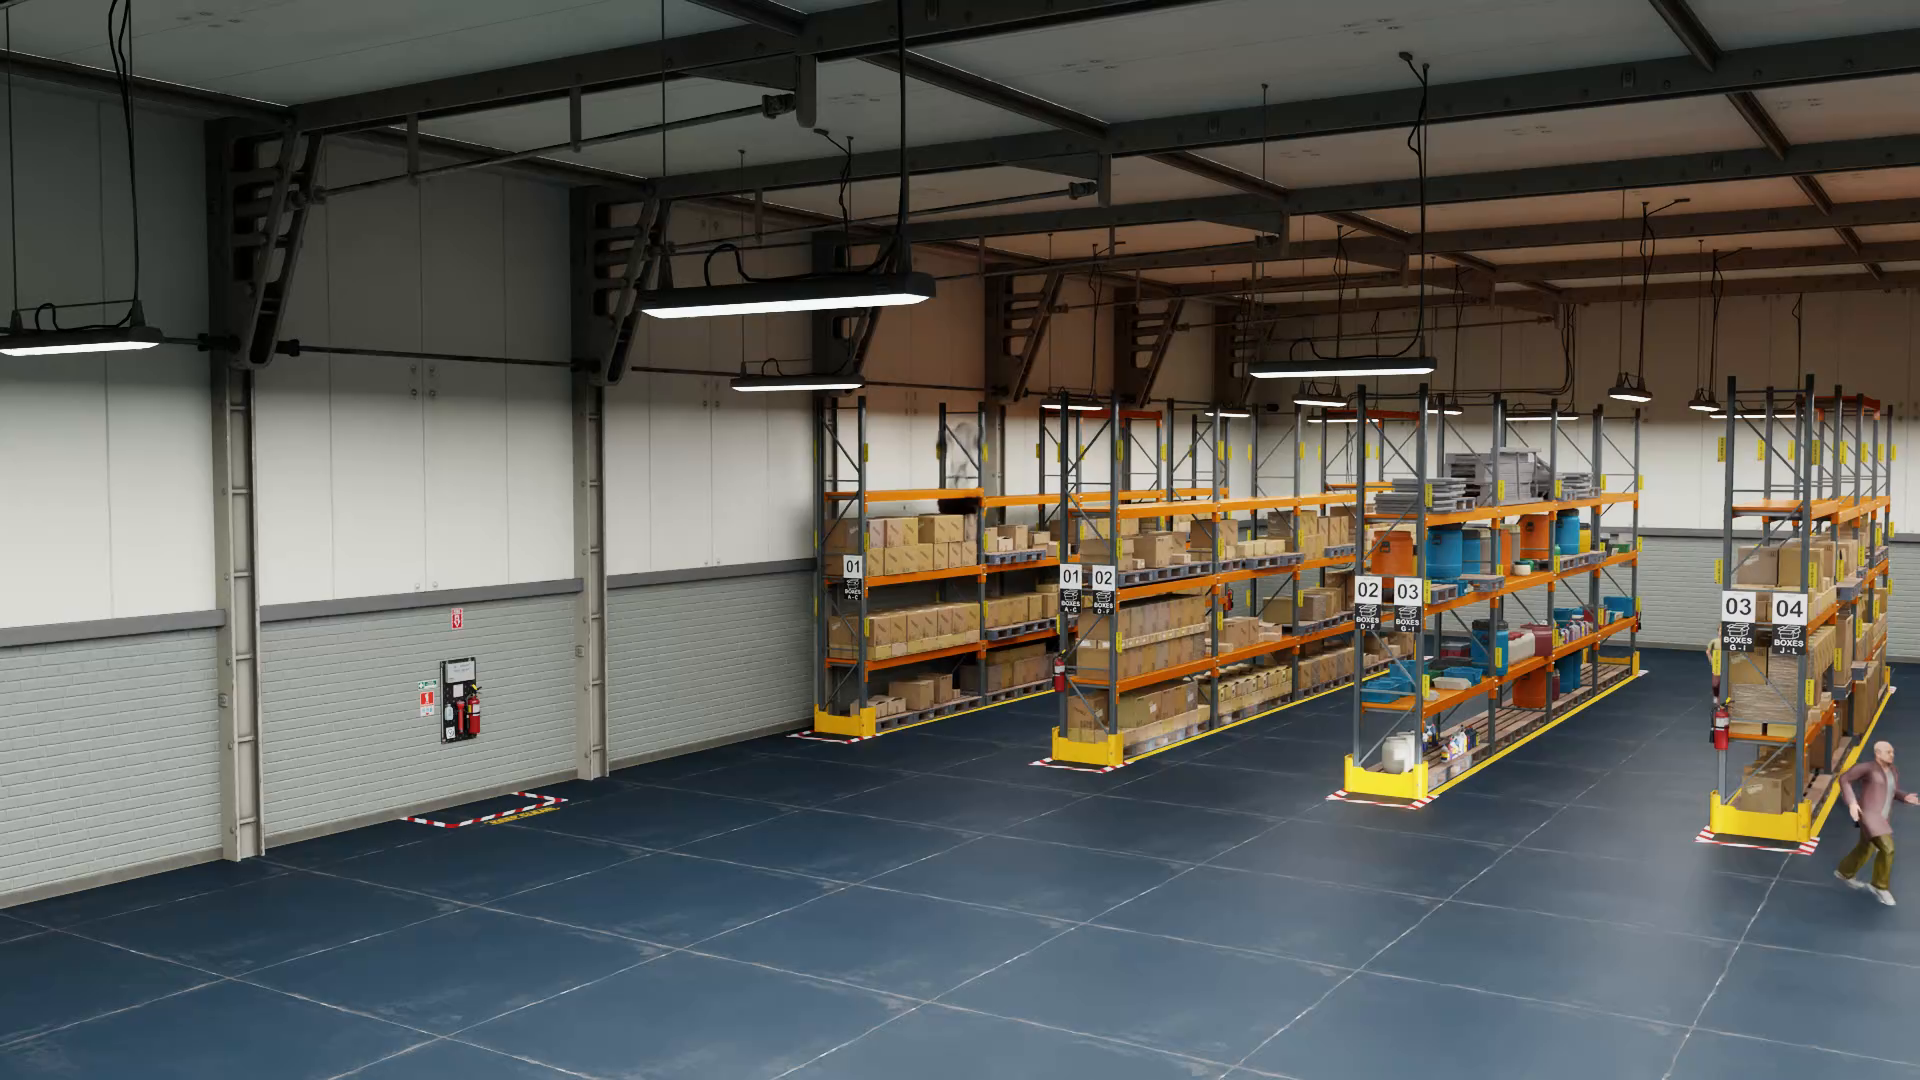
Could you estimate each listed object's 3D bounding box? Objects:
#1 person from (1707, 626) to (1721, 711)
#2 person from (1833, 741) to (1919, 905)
[{"bbox_3d":[14.904,2.485,32.485,0.600,1.646,0.605,2,3,27],"label":"person"},{"bbox_3d":[10.254,3.157,18.679,0.615,1.834,0.973,-2,3,-30],"label":"person"}]
